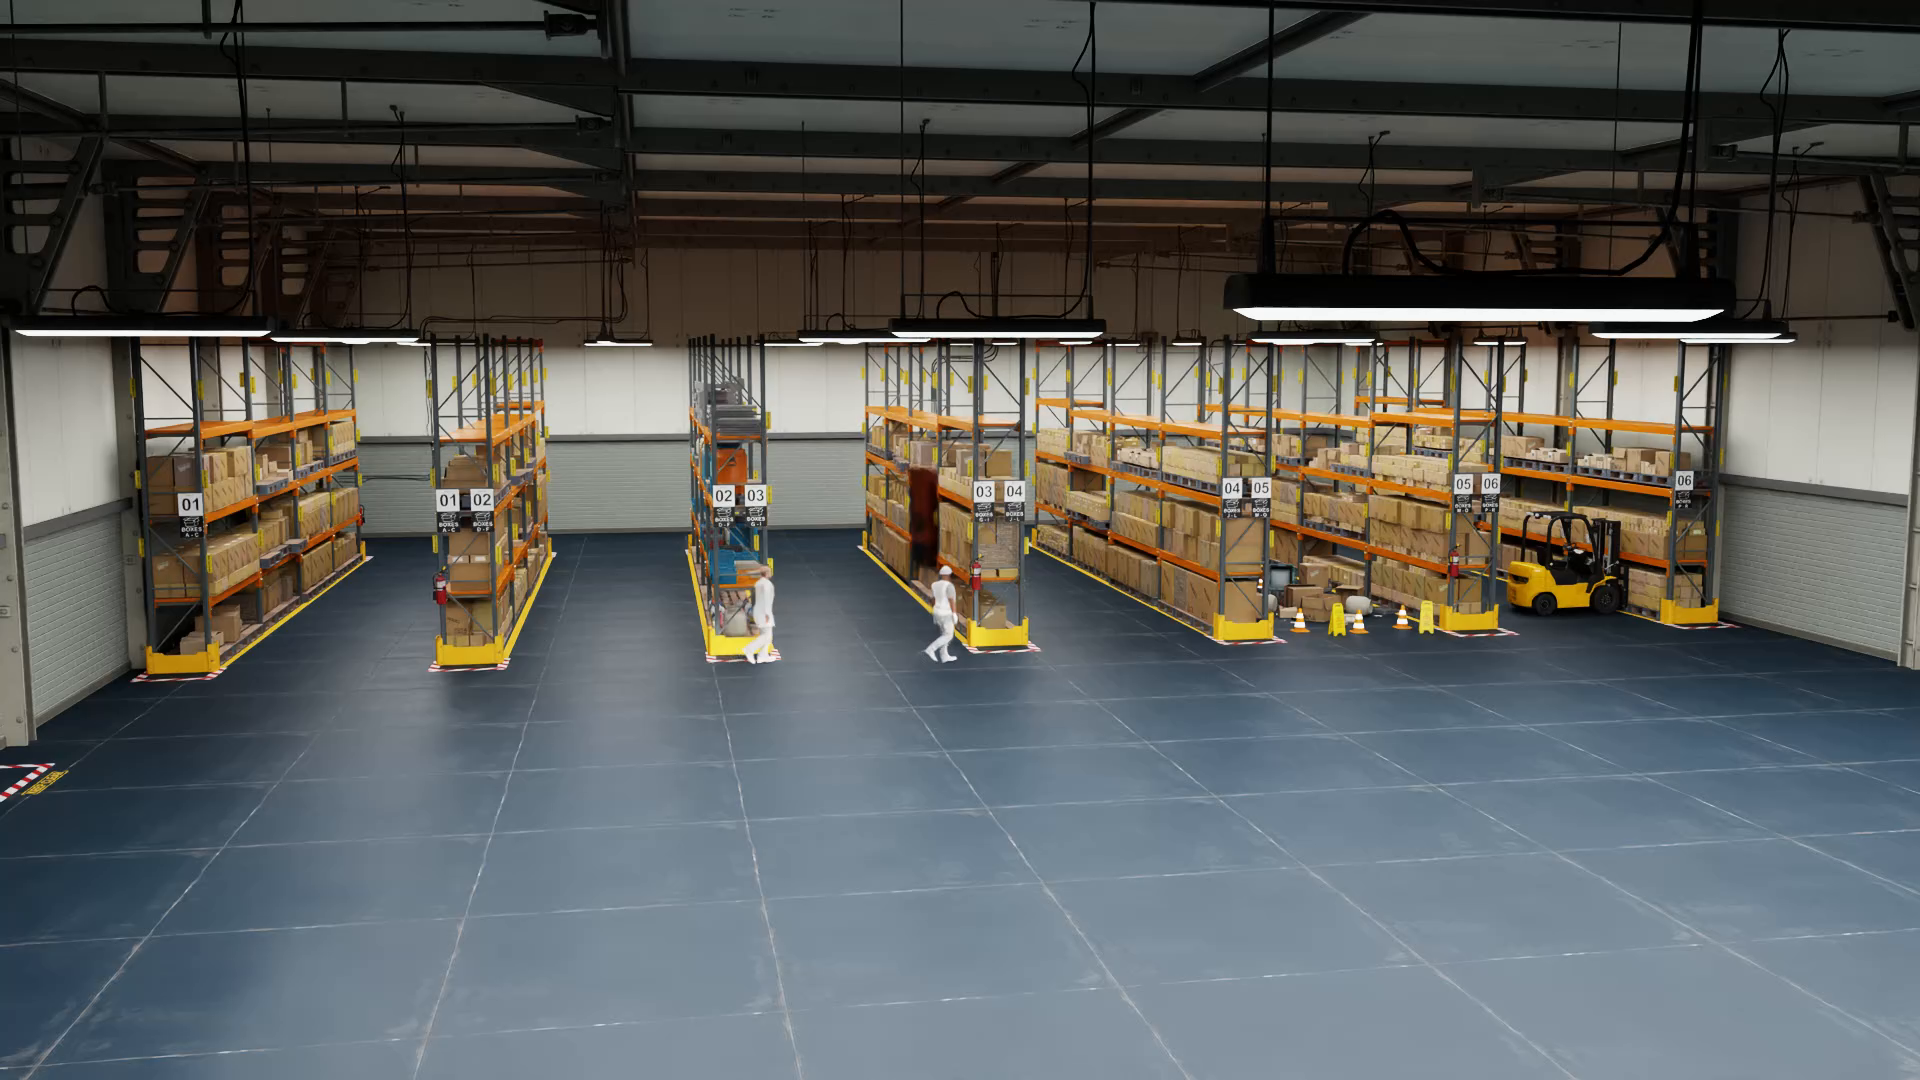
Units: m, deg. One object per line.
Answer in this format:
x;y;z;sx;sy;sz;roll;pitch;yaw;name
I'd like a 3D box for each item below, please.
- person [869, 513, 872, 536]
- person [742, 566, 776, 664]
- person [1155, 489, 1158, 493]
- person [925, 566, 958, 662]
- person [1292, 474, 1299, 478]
-2.490;-0.683;49.185;0.597;1.647;0.483;-4;8;-34;person
-3.686;1.367;30.338;0.665;1.761;0.602;-3;7;-21;person
5.748;-0.644;47.866;0.649;1.798;0.557;3;7;23;person
-0.357;1.363;30.280;0.742;1.781;0.554;-3;7;-27;person
10.817;-1.269;53.484;1.020;1.720;0.535;-3;7;-28;person
